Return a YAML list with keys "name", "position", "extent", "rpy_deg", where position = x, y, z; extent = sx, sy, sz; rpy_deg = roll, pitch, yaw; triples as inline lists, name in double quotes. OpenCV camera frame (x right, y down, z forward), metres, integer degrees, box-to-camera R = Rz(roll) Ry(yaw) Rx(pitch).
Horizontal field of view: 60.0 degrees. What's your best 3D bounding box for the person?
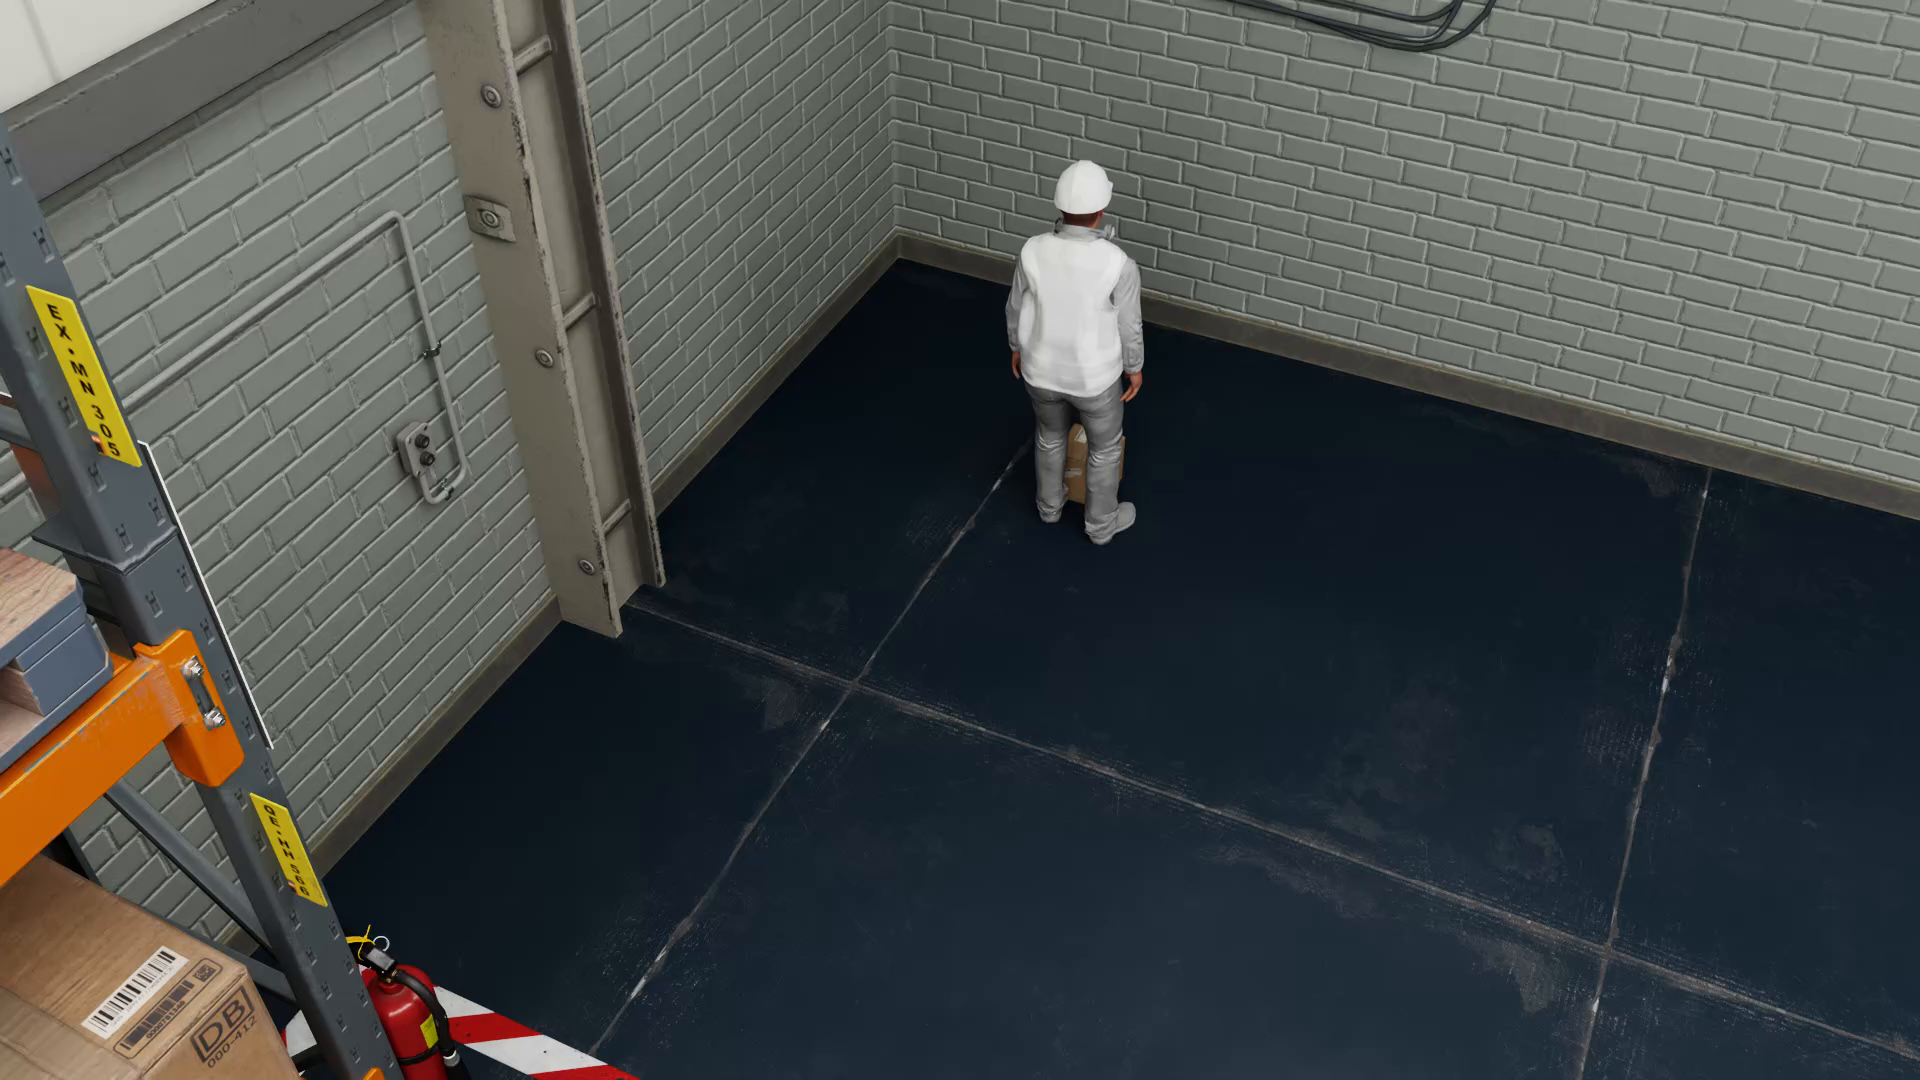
- name: "person"
  position: [0.485, -0.754, 6.986]
  extent: [0.593, 1.771, 0.474]
  rpy_deg: [15, 44, 16]
